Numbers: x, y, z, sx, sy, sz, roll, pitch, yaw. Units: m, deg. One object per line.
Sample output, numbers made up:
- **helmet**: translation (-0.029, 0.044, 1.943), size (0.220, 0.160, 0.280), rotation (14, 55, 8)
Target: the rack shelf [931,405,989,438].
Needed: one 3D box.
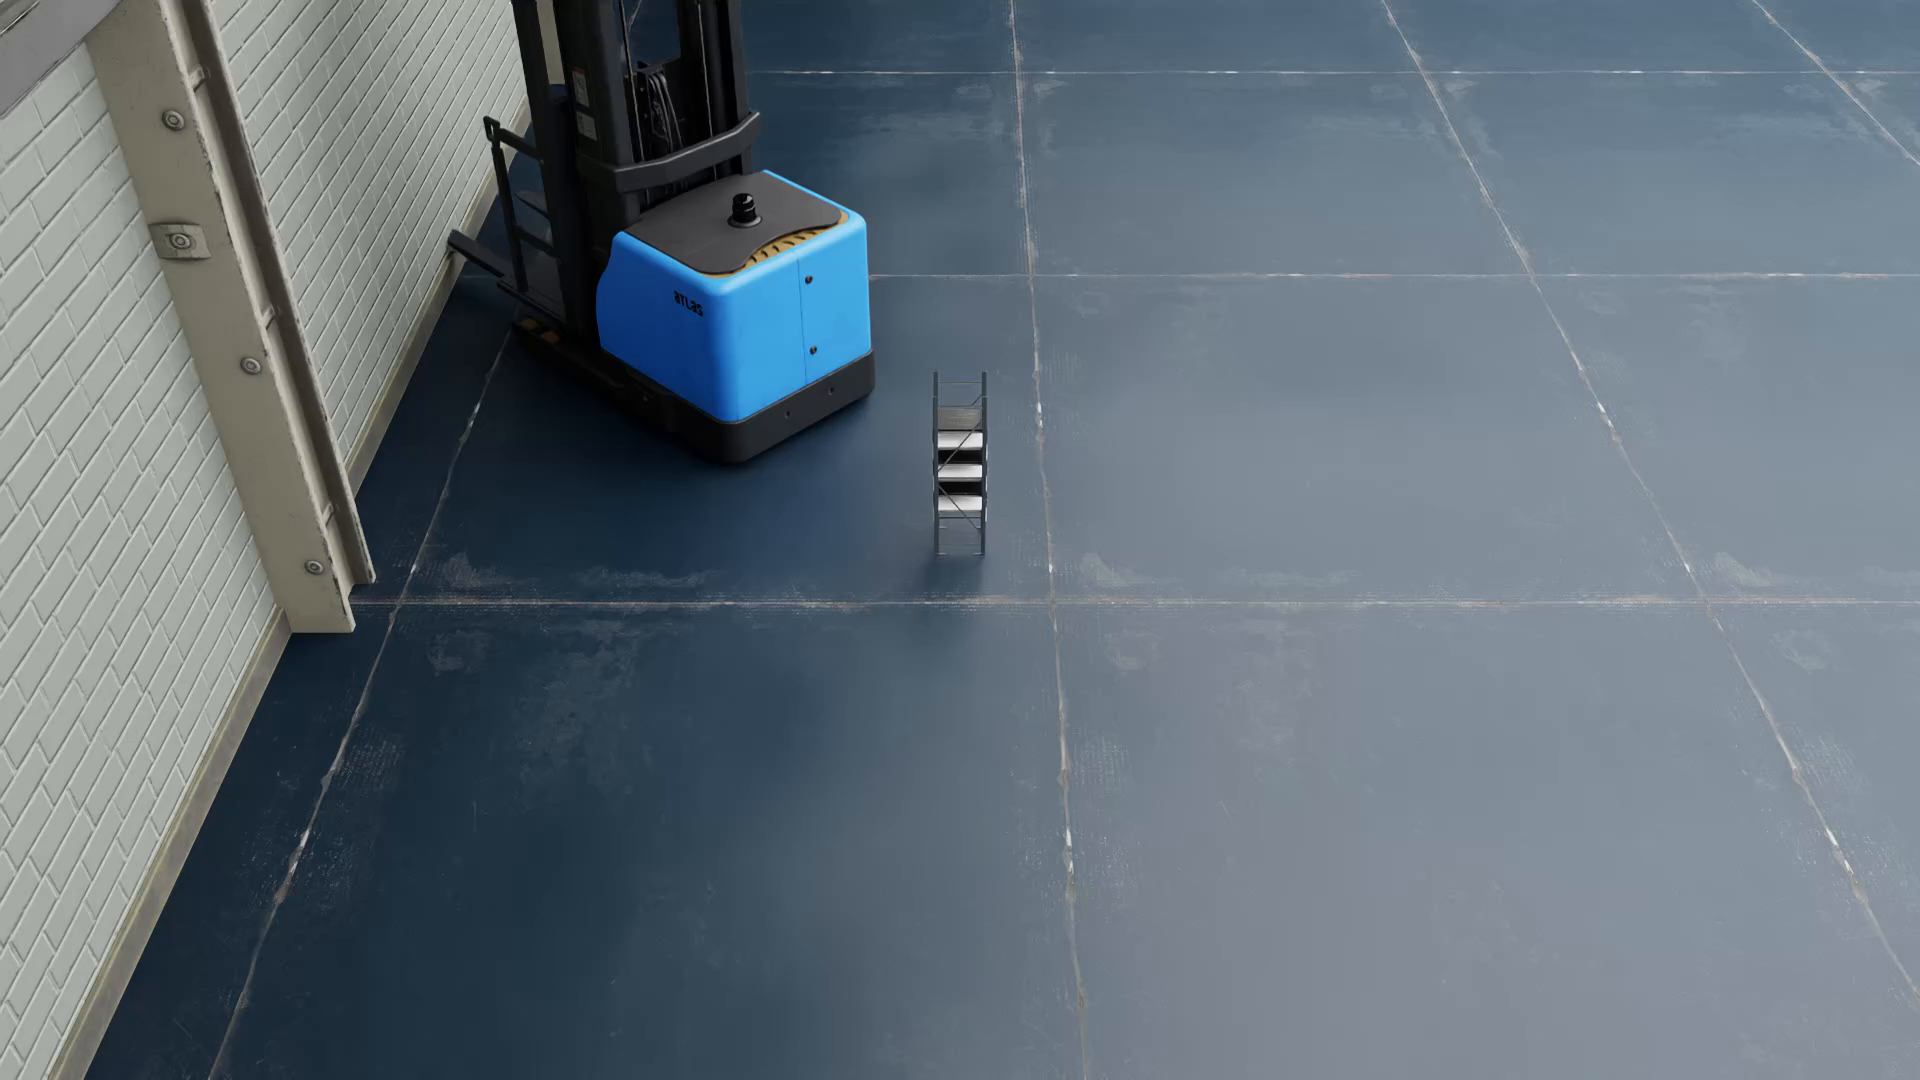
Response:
- **rack shelf**: translation (0.000, -0.531, 7.560), size (0.258, 0.077, 0.200), rotation (0, 39, 0)

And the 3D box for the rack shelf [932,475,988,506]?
- **rack shelf**: translation (0.000, -0.250, 7.785), size (0.258, 0.077, 0.200), rotation (0, 39, 0)

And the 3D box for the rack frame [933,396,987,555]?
- **rack frame**: translation (0.000, -0.282, 7.628), size (0.240, 0.900, 0.006), rotation (0, 39, 0)

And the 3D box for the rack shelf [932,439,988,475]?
- **rack shelf**: translation (0.000, -0.390, 7.672), size (0.258, 0.077, 0.200), rotation (0, 39, 0)

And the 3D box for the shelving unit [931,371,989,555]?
- **shelving unit**: translation (0.000, -0.346, 7.708), size (0.258, 0.900, 0.210), rotation (0, 39, 0)

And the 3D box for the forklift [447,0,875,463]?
- **forklift**: translation (-1.863, -2.342, 8.574), size (3.031, 2.935, 1.130), rotation (31, 48, 33)

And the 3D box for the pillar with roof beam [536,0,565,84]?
- **pillar with roof beam**: translation (1.411, -6.975, 9.504), size (9.100, 9.000, 0.400), rotation (0, 39, 0)

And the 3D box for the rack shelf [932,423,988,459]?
- **rack shelf**: translation (0.000, -0.461, 7.616), size (0.258, 0.077, 0.200), rotation (0, 39, 0)

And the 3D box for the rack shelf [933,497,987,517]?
- **rack shelf**: translation (0.000, -0.180, 7.841), size (0.258, 0.077, 0.200), rotation (0, 39, 0)

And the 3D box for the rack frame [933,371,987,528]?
- **rack frame**: translation (0.000, -0.410, 7.787), size (0.240, 0.900, 0.006), rotation (0, 39, 0)

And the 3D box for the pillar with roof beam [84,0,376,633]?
- **pillar with roof beam**: translation (1.418, -3.223, 4.822), size (9.100, 9.000, 0.400), rotation (0, 39, 0)

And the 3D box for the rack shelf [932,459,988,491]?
- **rack shelf**: translation (0.000, -0.320, 7.729), size (0.258, 0.077, 0.200), rotation (0, 39, 0)
